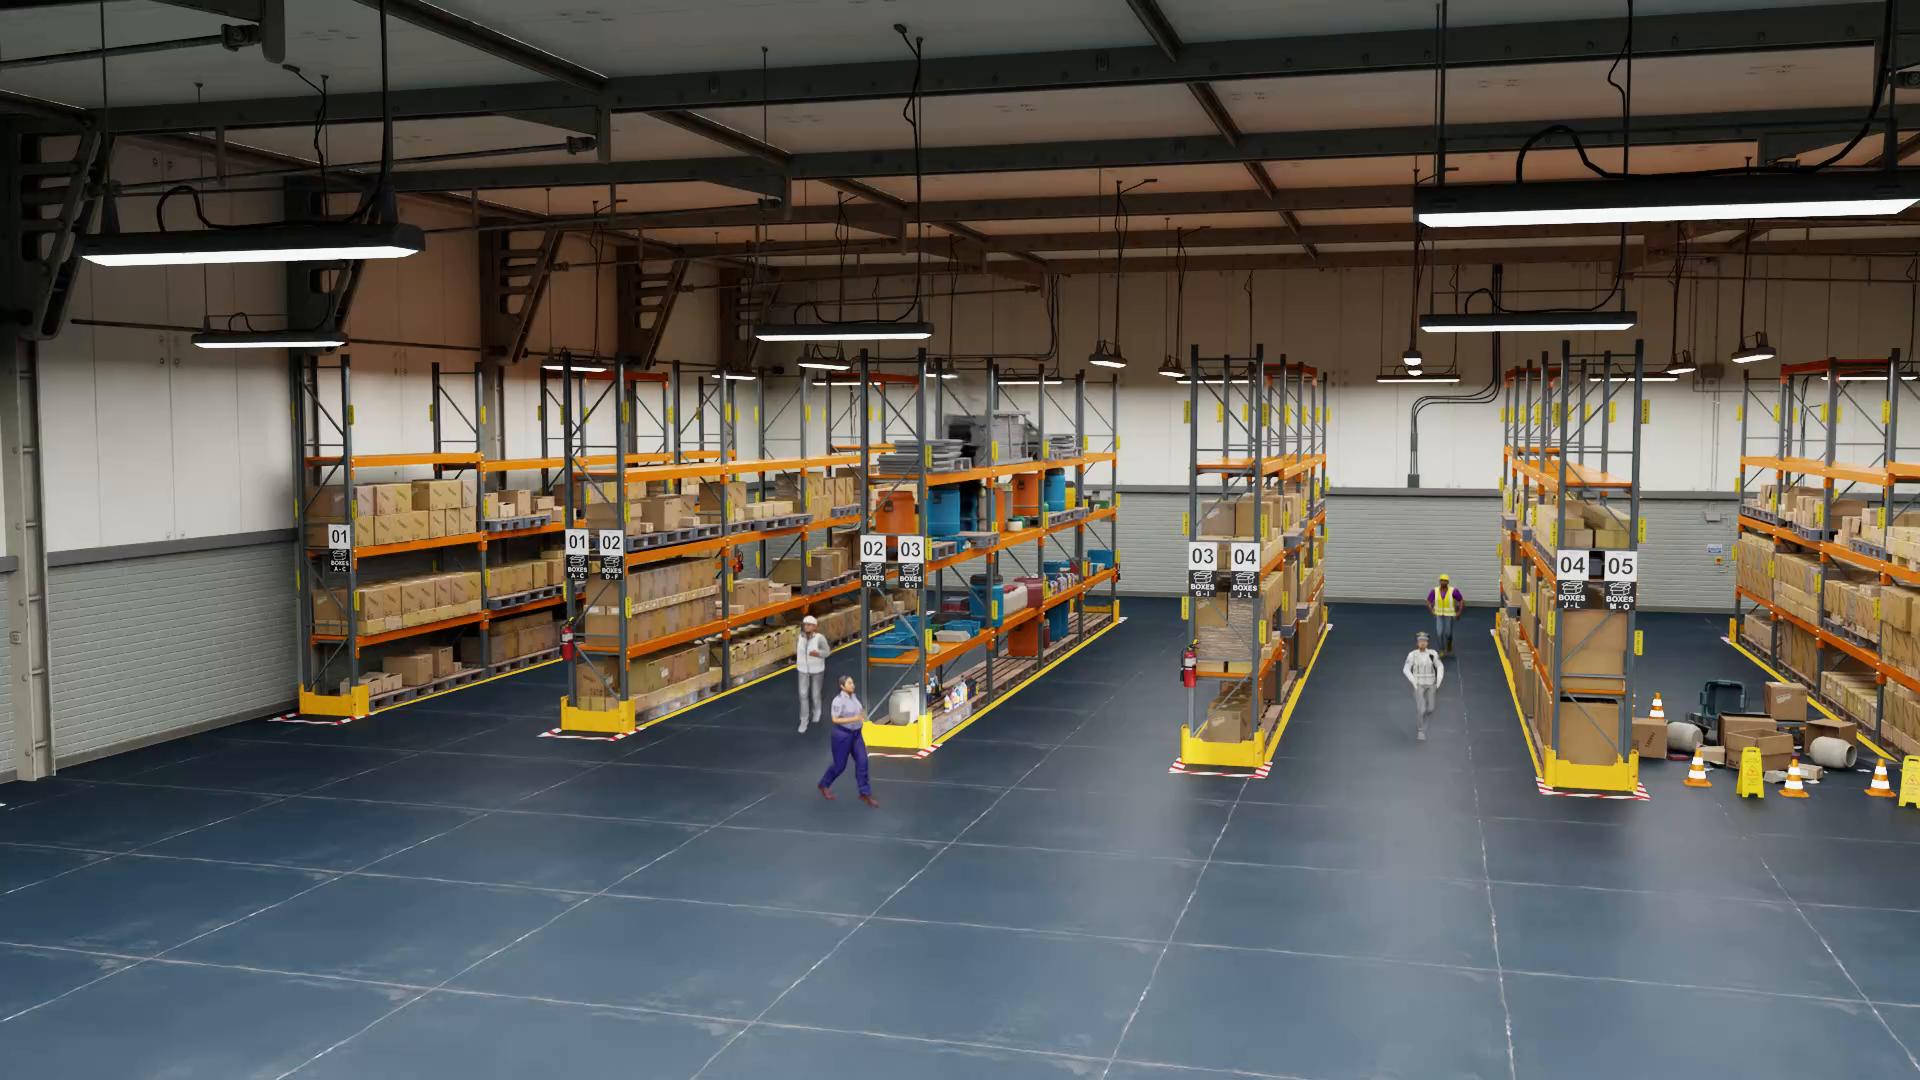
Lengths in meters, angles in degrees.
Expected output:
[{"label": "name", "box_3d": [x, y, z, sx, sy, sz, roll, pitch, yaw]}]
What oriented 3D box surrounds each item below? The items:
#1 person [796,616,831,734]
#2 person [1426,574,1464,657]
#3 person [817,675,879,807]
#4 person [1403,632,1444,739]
[{"label": "person", "box_3d": [-2.338, 2.111, 26.370, 0.628, 1.843, 0.778, 1, 4, 9]}, {"label": "person", "box_3d": [10.029, 1.564, 34.421, 0.736, 1.722, 0.605, 2, 5, 20]}, {"label": "person", "box_3d": [-1.453, 2.563, 21.351, 0.874, 1.672, 0.598, 3, 5, 35]}, {"label": "person", "box_3d": [7.191, 2.252, 25.779, 0.623, 1.660, 0.497, 1, 4, 7]}]
